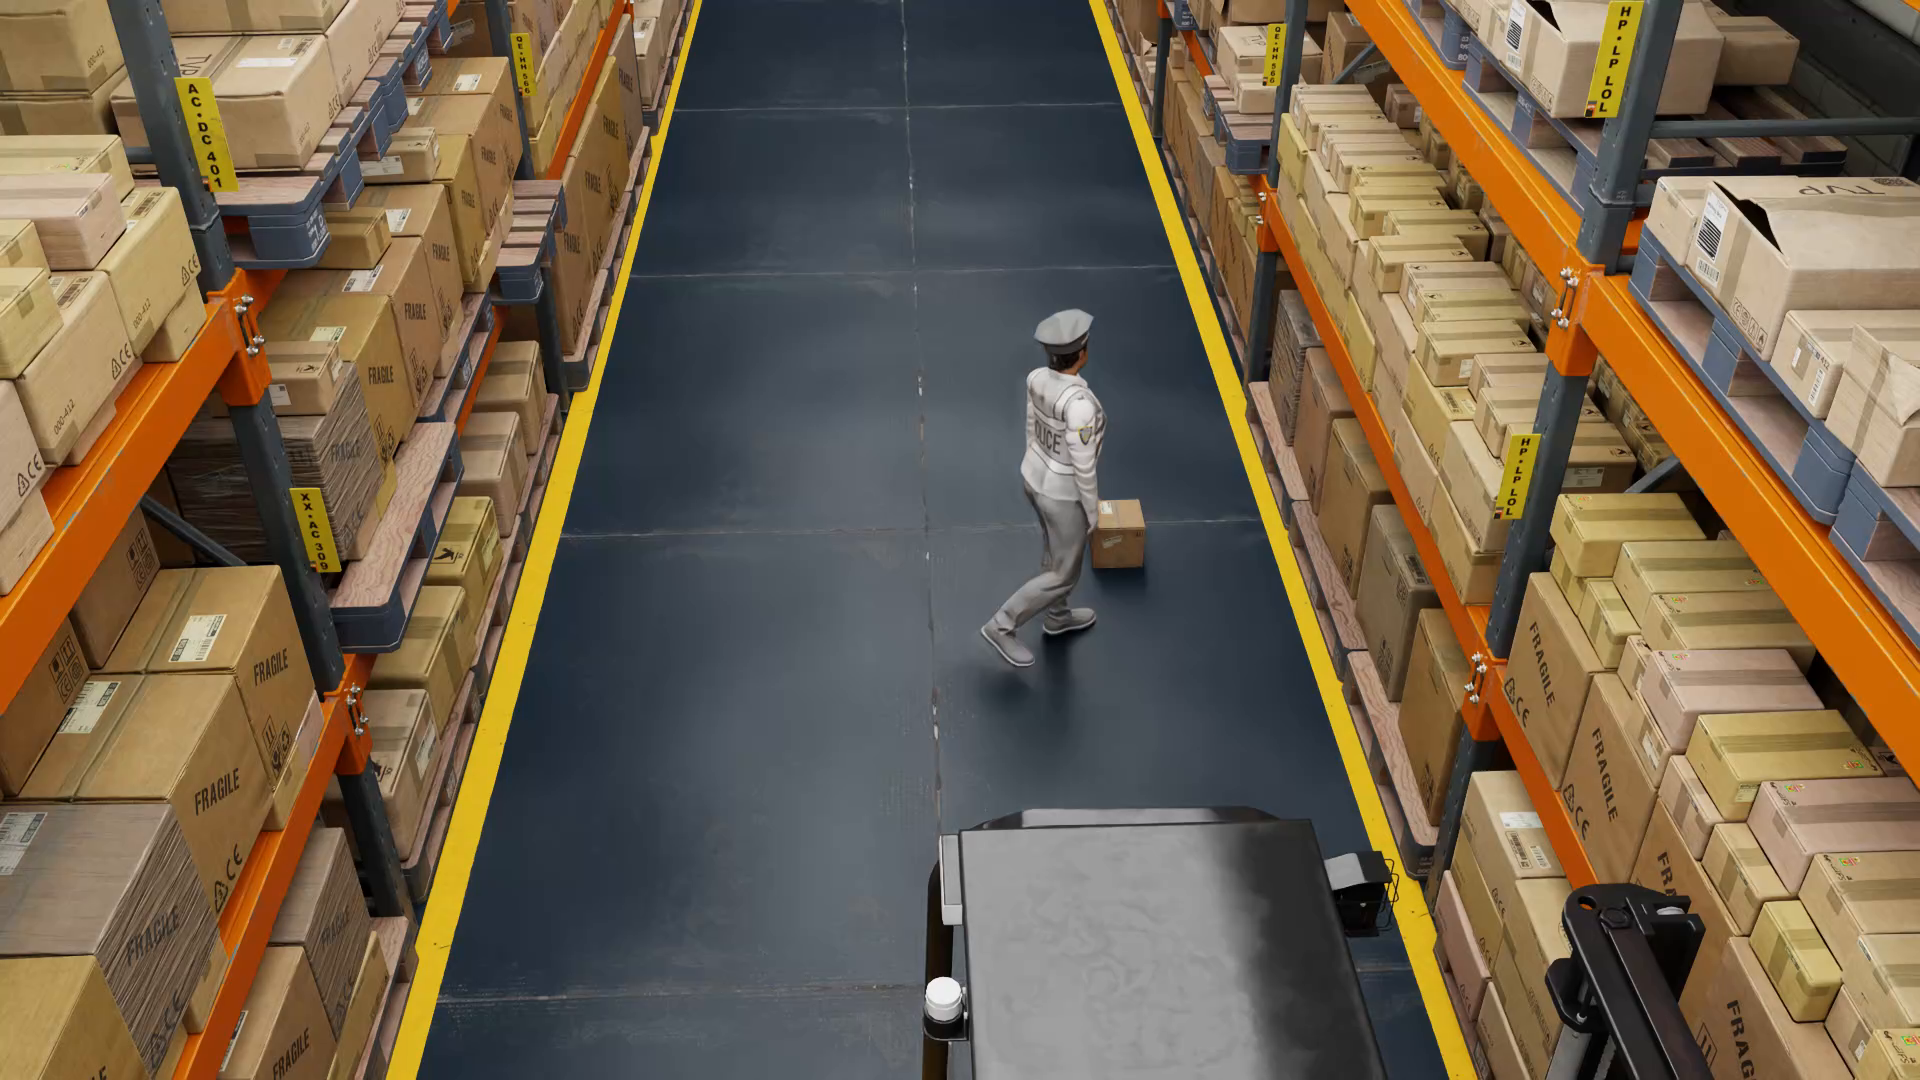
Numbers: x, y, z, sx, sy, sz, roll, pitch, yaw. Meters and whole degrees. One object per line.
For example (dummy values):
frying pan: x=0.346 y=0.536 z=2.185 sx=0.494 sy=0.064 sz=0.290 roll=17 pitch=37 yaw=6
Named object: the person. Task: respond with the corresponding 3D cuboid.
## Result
person: x=0.371 y=-0.201 z=7.454 sx=0.655 sy=1.667 sz=0.500 roll=-13 pitch=38 yaw=-18
